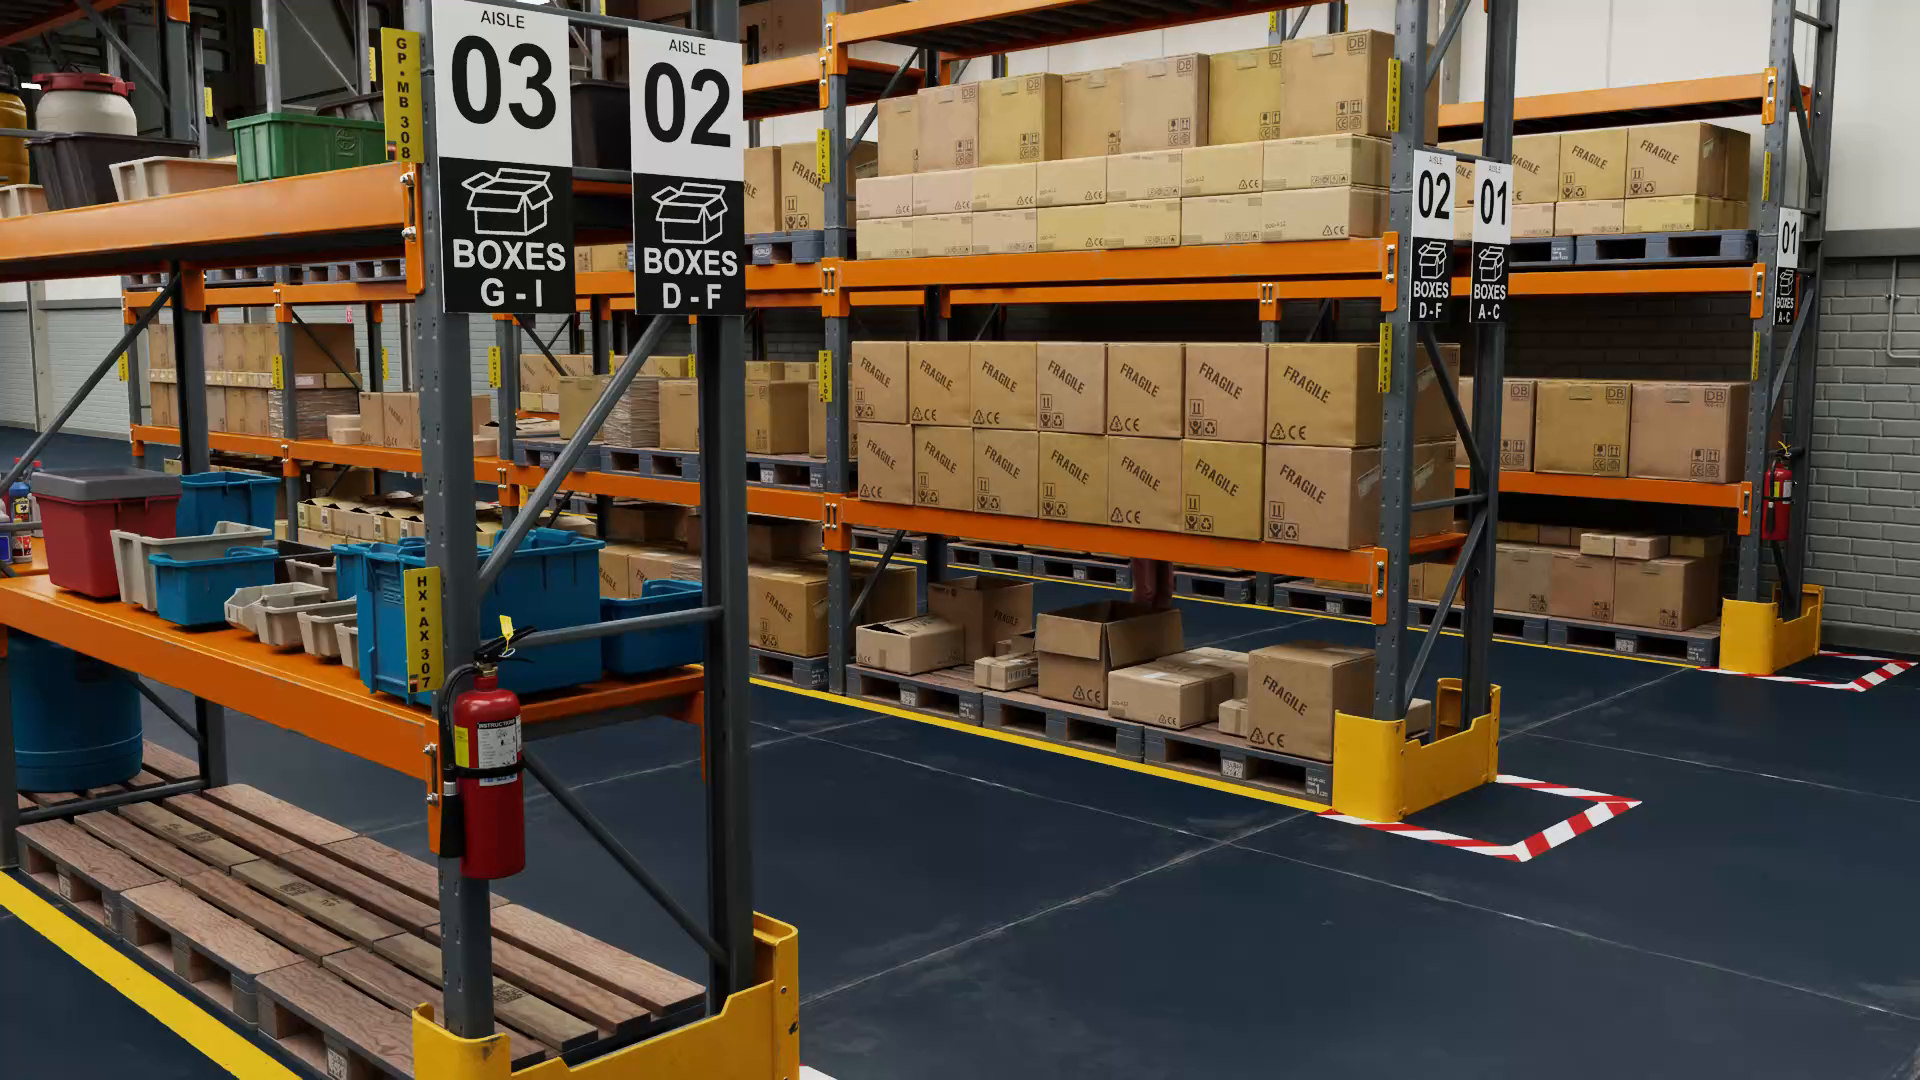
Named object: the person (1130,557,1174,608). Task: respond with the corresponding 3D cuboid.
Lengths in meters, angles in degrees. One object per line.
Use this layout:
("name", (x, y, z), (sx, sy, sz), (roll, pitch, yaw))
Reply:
("person", (1.452, 0.013, 12.217), (0.549, 1.665, 0.426), (7, 10, 44))
